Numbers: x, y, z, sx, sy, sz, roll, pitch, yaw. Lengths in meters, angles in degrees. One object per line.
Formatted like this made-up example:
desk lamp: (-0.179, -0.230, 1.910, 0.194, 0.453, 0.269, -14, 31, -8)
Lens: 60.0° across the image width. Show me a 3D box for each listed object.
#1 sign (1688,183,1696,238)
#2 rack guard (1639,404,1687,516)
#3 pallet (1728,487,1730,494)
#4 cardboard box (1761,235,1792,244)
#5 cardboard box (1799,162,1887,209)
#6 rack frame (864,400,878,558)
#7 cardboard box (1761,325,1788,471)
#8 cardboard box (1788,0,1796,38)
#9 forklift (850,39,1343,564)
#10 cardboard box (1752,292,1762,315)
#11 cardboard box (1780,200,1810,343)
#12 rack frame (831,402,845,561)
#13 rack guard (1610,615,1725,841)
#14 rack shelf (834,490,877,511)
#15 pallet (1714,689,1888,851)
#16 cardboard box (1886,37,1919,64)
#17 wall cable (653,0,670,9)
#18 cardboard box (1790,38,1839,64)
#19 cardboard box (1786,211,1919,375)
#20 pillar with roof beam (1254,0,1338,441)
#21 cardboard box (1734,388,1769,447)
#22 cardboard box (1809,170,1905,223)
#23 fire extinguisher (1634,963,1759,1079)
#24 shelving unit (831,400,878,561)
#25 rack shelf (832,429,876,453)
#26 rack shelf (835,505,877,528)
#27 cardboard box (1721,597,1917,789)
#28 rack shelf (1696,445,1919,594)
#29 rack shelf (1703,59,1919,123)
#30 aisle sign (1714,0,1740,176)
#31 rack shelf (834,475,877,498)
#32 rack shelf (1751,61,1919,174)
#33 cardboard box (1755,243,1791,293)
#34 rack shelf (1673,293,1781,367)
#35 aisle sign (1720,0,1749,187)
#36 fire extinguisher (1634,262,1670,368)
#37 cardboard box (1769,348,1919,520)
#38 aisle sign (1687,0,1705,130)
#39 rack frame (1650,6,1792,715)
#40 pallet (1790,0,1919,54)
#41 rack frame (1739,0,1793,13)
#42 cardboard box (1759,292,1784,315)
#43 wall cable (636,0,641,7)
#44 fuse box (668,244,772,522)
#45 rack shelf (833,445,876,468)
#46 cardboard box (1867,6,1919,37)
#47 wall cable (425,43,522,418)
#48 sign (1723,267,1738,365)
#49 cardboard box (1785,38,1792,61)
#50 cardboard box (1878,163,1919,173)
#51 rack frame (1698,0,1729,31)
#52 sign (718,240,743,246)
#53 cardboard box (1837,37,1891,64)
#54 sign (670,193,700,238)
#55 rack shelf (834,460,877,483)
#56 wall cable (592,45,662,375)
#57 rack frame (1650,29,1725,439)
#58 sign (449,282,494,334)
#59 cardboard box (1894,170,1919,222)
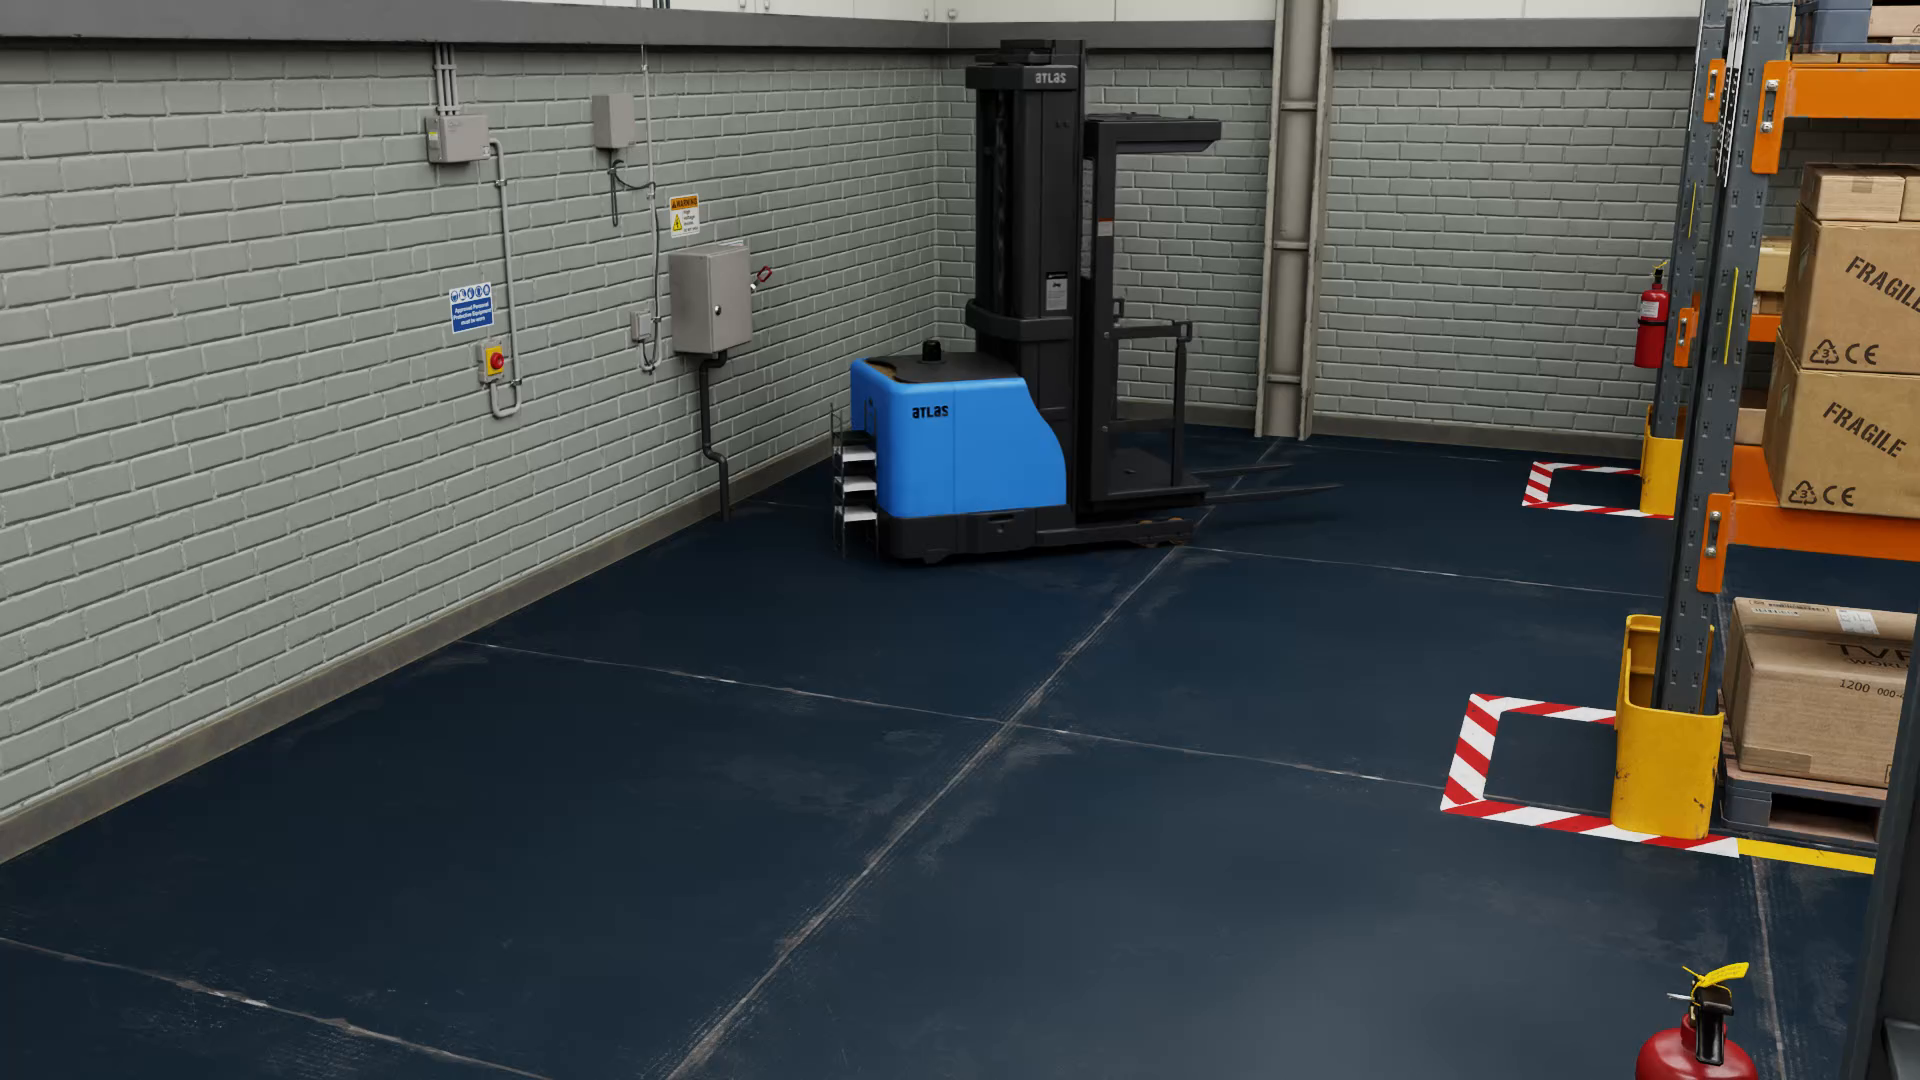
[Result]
sign: (4.507, -2.031, 10.236, 0.005, 0.325, 0.100, 6, 17, 21)
rack guard: (4.777, -0.548, 11.164, 0.348, 0.500, 1.175, 6, 17, 21)
pallet: (5.519, -0.328, 10.924, 1.213, 0.211, 1.003, 6, 17, 21)
cardboard box: (5.232, -1.849, 10.896, 0.500, 0.250, 0.500, 7, 18, 22)
cardboard box: (3.296, -1.323, 6.215, 0.250, 0.149, 0.380, 7, 17, 21)
rack frame: (-0.523, -0.360, 9.799, 0.006, 0.900, 0.240, -5, 17, -18)
cardboard box: (3.434, -0.536, 6.459, 0.500, 0.500, 0.500, 6, 17, 21)
cardboard box: (5.019, -3.151, 10.003, 0.500, 0.250, 0.500, 6, 17, 20)
forklift: (0.892, -1.493, 10.060, 3.031, 2.935, 1.130, -5, 17, -18)
cardboard box: (4.911, -1.530, 10.516, 0.250, 0.149, 0.380, 6, 17, 20)
cardboard box: (3.424, -1.009, 6.296, 0.500, 0.500, 0.500, 7, 18, 22)
rack frame: (-0.716, -0.342, 9.738, 0.006, 0.900, 0.240, -5, 17, -18)
rack guard: (2.866, 0.730, 6.763, 0.348, 0.500, 1.175, 6, 17, 21)
rack shelf: (-0.619, -0.233, 9.803, 0.200, 0.077, 0.258, -5, 17, -18)
pallet: (3.661, 0.933, 6.583, 1.213, 0.211, 1.003, 6, 17, 21)
cardboard box: (5.598, -2.880, 9.784, 0.250, 0.149, 0.380, 7, 17, 22)
wall cable: (-1.171, -4.789, 10.464, 0.133, 3.039, 2.988, 6, 17, 21)
cardboard box: (5.171, -2.963, 10.070, 0.250, 0.149, 0.380, 7, 17, 22)
cardboard box: (3.231, -0.873, 5.829, 0.500, 0.500, 0.500, 6, 17, 19)
pillar with roof beam: (0.949, -4.030, 7.915, 0.400, 9.000, 9.100, 6, 17, 21)
cardboard box: (5.241, -0.672, 10.831, 0.637, 0.503, 0.797, 6, 17, 18)
cardboard box: (3.117, -1.200, 5.790, 0.250, 0.149, 0.380, 7, 17, 22)
fire extinguisher: (1.101, 0.897, 2.512, 0.183, 0.674, 0.296, 6, 17, 21)
shelving unit: (-0.619, -0.351, 9.769, 0.210, 0.900, 0.258, -5, 17, -18)
rack shelf: (-0.619, -0.578, 9.703, 0.200, 0.077, 0.258, -5, 17, -18)
rack shelf: (-0.619, -0.146, 9.828, 0.200, 0.077, 0.258, -5, 17, -18)
cardboard box: (3.539, 0.602, 6.562, 0.875, 0.438, 0.875, 6, 17, 19)
rack shelf: (4.749, 0.082, 5.802, 4.000, 0.370, 1.077, 6, 17, 21)
rack shelf: (6.567, -2.646, 9.819, 4.000, 0.370, 1.077, 6, 17, 21)
aisle sign: (2.935, -1.804, 6.346, 0.004, 0.787, 0.394, 6, 17, 21)
rack shelf: (-0.619, -0.319, 9.778, 0.200, 0.077, 0.258, -5, 17, -18)
rack shelf: (4.749, -1.359, 5.384, 4.000, 0.370, 1.077, 6, 17, 21)
cardboard box: (5.030, -1.710, 10.421, 0.500, 0.250, 0.500, 6, 17, 21)
rack shelf: (6.567, -1.206, 10.237, 4.000, 0.370, 1.077, 6, 17, 21)
aisle sign: (2.715, -1.649, 5.810, 0.004, 0.787, 0.394, 6, 17, 21)
fire extinguisher: (4.400, -1.435, 10.544, 0.183, 0.674, 0.296, 6, 17, 21)
cardboard box: (3.230, -0.393, 5.967, 0.500, 0.500, 0.500, 6, 17, 20)
aisle sign: (4.535, -2.935, 10.241, 0.004, 0.787, 0.394, 6, 17, 21)
rack frame: (2.889, -0.468, 6.406, 0.127, 3.000, 1.000, 6, 17, 21)
pallet: (3.583, -1.793, 5.748, 1.213, 0.211, 1.003, 6, 17, 21)
rack frame: (2.889, -3.349, 5.570, 0.127, 3.000, 1.000, 6, 17, 21)
cardboard box: (5.165, -1.516, 10.468, 0.250, 0.149, 0.380, 7, 18, 22)
wall cable: (-2.228, -4.053, 7.993, 0.029, 3.000, 2.355, 6, 17, 21)
fuse box: (-1.459, -0.950, 10.377, 0.414, 1.711, 0.539, 6, 17, 21)
rack shelf: (-0.619, -0.492, 9.728, 0.200, 0.077, 0.258, -5, 17, -18)
cardboard box: (5.499, -3.104, 9.842, 0.500, 0.250, 0.500, 7, 17, 22)
wall cable: (-2.365, -1.542, 8.226, 0.123, 1.953, 0.585, 6, 17, 21)
sign: (2.679, -0.779, 5.781, 0.005, 0.325, 0.100, 6, 17, 21)
cardboard box: (4.918, -2.983, 10.139, 0.250, 0.149, 0.380, 7, 17, 22)
cardboard box: (3.541, -1.303, 6.147, 0.250, 0.149, 0.380, 7, 17, 22)
rack frame: (4.706, -4.637, 10.005, 0.127, 3.000, 1.000, 6, 17, 21)
sign: (-1.470, -1.672, 10.725, 0.001, 0.494, 0.329, 6, 17, 21)
cardboard box: (5.403, -2.932, 9.964, 0.250, 0.149, 0.380, 6, 17, 21)
sign: (-1.672, -1.972, 10.106, 0.001, 0.242, 0.339, 6, 17, 21)
rack shelf: (-0.619, -0.405, 9.753, 0.200, 0.077, 0.258, -5, 17, -18)
wall cable: (-1.856, -1.896, 9.502, 0.122, 1.984, 0.588, 6, 17, 21)
rack frame: (4.706, -1.756, 10.842, 0.127, 3.000, 1.000, 6, 17, 21)
sign: (-2.440, -1.162, 8.313, 0.001, 0.218, 0.327, 6, 17, 21)
cardboard box: (3.387, -1.191, 5.761, 0.250, 0.149, 0.380, 7, 17, 22)
